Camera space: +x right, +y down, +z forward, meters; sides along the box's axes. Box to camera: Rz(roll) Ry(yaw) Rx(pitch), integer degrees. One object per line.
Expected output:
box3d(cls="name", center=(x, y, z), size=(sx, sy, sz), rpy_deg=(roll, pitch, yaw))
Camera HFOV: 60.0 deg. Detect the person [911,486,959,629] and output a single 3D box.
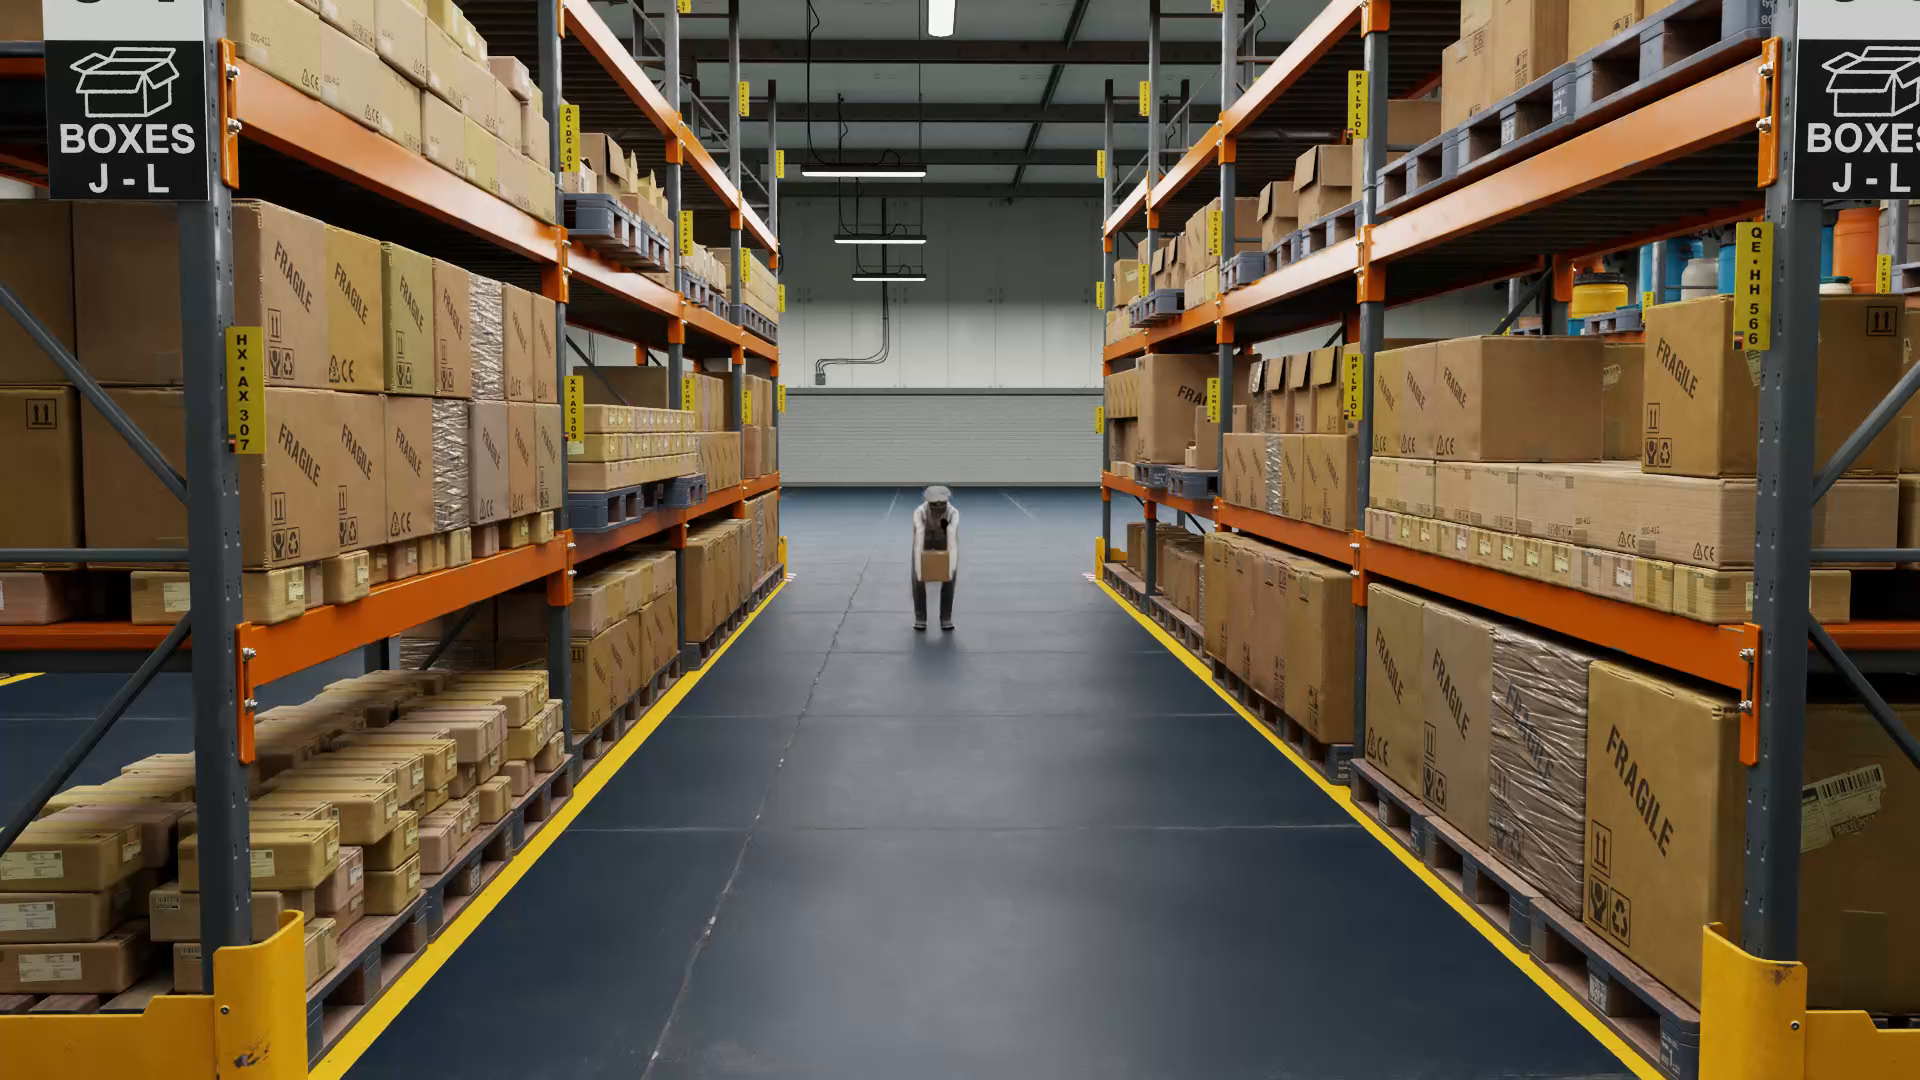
box3d(cls="person", center=(-0.227, 0.163, 15.128), size=(0.422, 1.326, 0.866), rpy_deg=(0, 4, -3))
